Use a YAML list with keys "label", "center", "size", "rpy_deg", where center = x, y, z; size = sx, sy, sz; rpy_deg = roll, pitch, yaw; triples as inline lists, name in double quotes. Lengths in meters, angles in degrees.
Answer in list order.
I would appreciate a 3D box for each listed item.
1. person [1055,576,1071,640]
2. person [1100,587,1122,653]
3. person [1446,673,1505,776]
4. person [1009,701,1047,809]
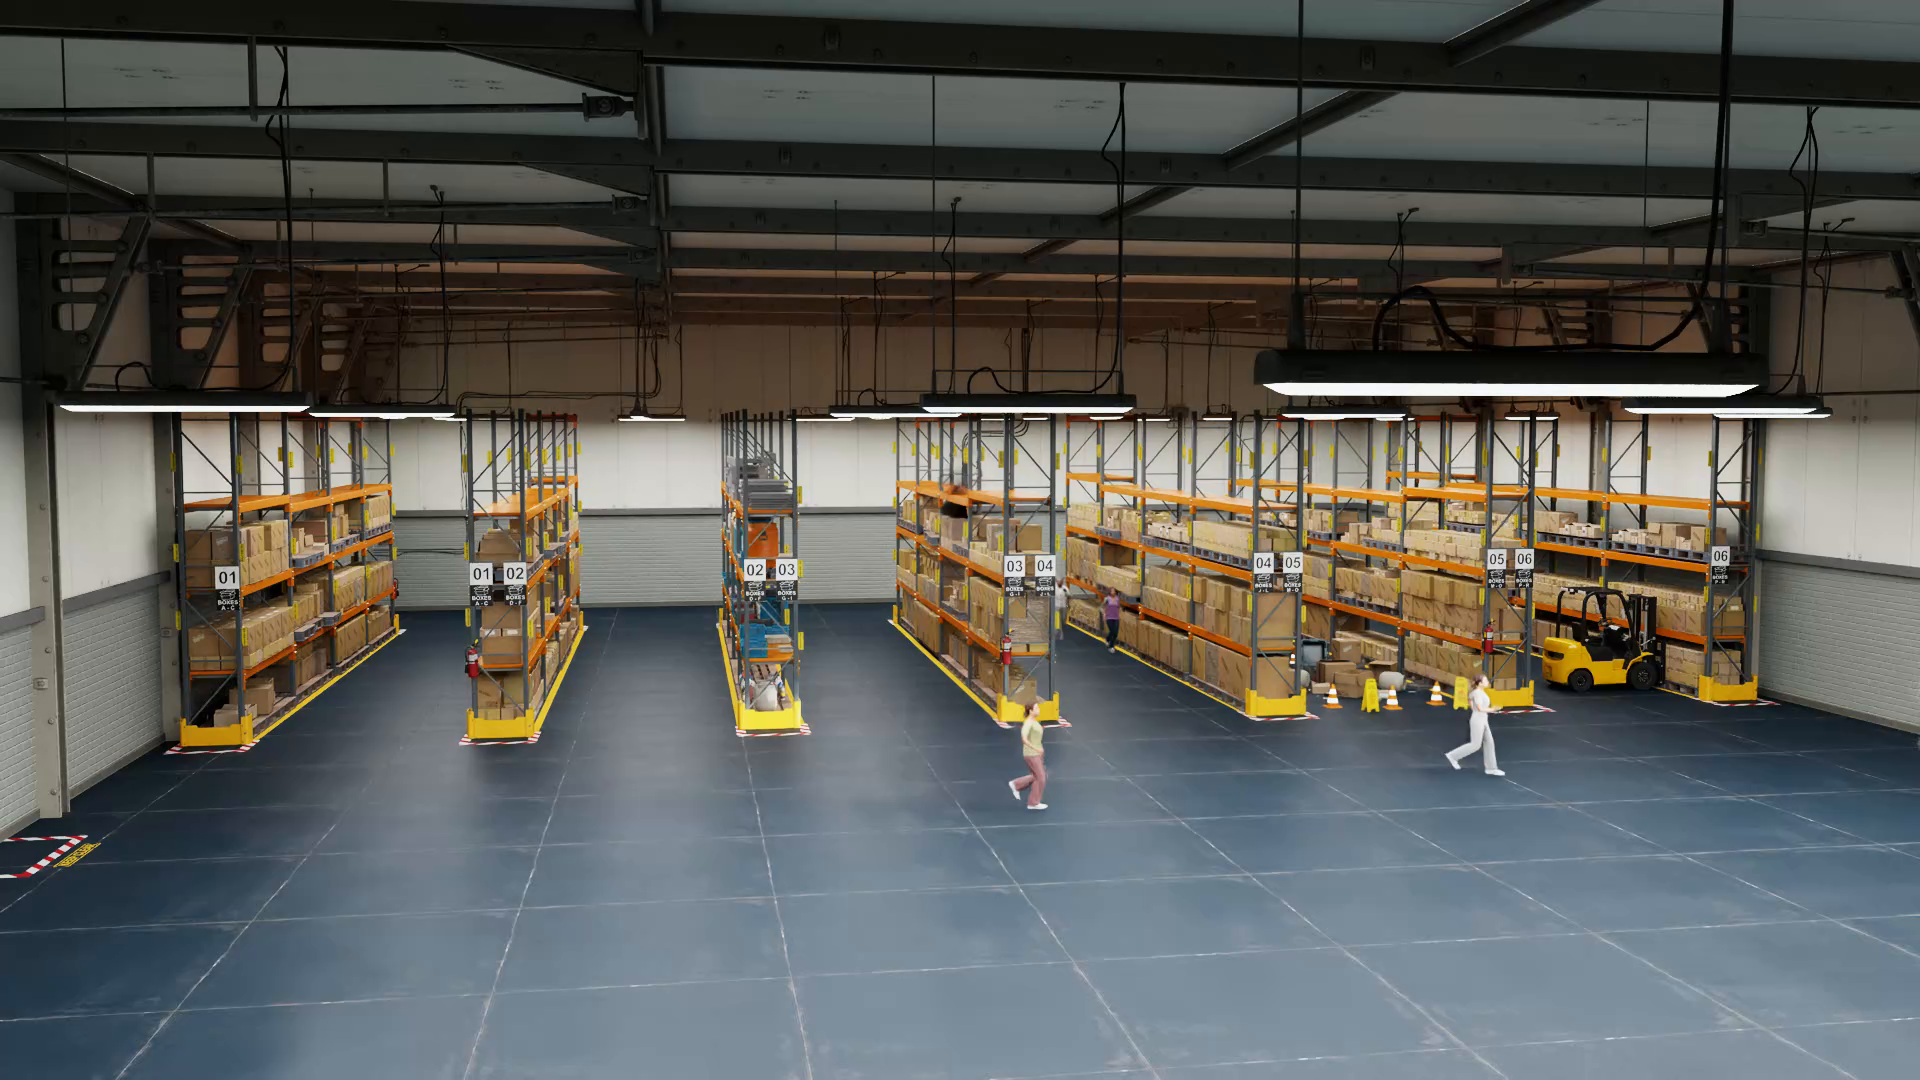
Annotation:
- label: "person"
  center: [2.694, 1.801, 44.402]
  size: [0.576, 1.696, 0.684]
  rpy_deg: [0, 4, -6]
- label: "person"
  center: [3.628, 1.903, 39.575]
  size: [0.540, 1.555, 0.488]
  rpy_deg: [-1, 4, -15]
- label: "person"
  center: [8.410, 2.984, 27.061]
  size: [0.922, 1.650, 0.566]
  rpy_deg: [2, 4, 24]
- label: "person"
  center: [1.008, 3.185, 24.691]
  size: [0.596, 1.624, 0.624]
  rpy_deg: [1, 4, 13]
